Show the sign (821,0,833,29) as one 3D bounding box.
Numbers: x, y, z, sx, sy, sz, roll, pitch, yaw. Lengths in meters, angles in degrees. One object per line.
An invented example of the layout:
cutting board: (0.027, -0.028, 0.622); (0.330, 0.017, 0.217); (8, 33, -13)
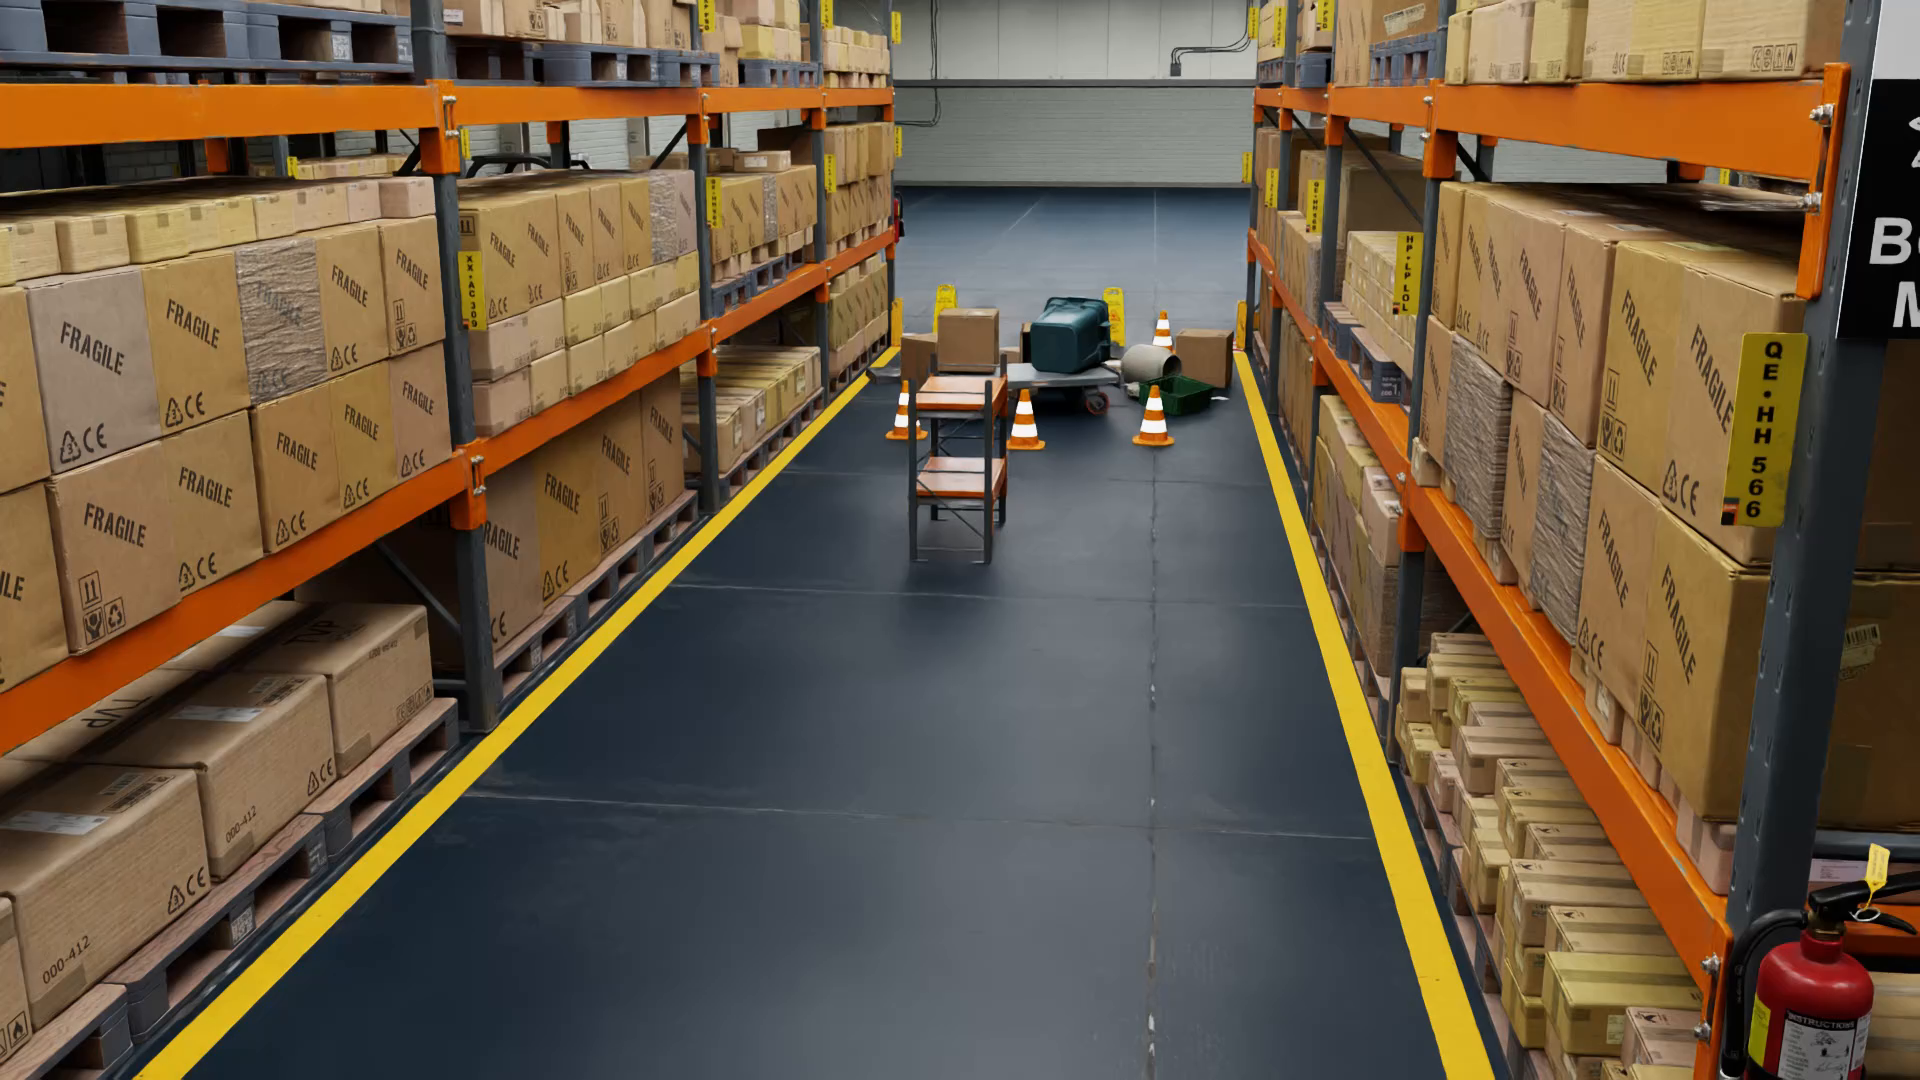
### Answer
sign: (-1.142, -4.552, 14.257); (0.100, 0.325, 0.005); (2, 15, 6)

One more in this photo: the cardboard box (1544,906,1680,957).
cardboard box: (1.771, 1.094, 4.386); (0.380, 0.149, 0.250); (1, 15, 4)

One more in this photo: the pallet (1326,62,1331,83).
pallet: (2.928, -3.338, 11.875); (1.003, 0.211, 1.213); (2, 15, 9)

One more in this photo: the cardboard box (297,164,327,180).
cardboard box: (-6.336, -3.541, 16.005); (0.380, 0.149, 0.250); (1, 15, 5)

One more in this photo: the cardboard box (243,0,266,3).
cardboard box: (-2.716, -2.003, 5.382); (0.797, 0.503, 0.637); (3, 15, 11)

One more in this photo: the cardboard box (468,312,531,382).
cardboard box: (-2.266, -0.879, 7.497); (0.500, 0.250, 0.500); (1, 15, 5)

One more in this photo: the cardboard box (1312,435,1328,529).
cardboard box: (2.452, -0.343, 10.167); (0.500, 0.500, 0.500); (1, 15, 4)

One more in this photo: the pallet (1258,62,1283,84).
pallet: (3.614, -4.810, 17.127); (1.003, 0.211, 1.213); (2, 15, 6)

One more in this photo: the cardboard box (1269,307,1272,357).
cardboard box: (3.475, -2.132, 16.066); (0.875, 0.875, 0.875); (2, 15, 7)

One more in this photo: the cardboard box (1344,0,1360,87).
cardboard box: (2.407, -2.749, 9.142); (0.500, 0.500, 0.500); (2, 15, 6)

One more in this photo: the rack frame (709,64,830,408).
rack frame: (-1.693, -2.679, 14.825); (1.000, 3.000, 0.127); (2, 15, 6)

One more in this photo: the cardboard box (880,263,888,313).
cardboard box: (-1.073, -2.739, 18.071); (0.500, 0.500, 0.500); (2, 15, 7)

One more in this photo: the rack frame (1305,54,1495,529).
rack frame: (2.785, -1.522, 10.546); (1.000, 3.000, 0.127); (2, 15, 6)

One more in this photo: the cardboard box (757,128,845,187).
cardboard box: (-1.428, -3.462, 15.041); (0.700, 0.500, 0.500); (2, 15, 6)

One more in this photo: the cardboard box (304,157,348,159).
cardboard box: (-6.679, -3.953, 17.529); (0.380, 0.149, 0.250); (1, 15, 5)

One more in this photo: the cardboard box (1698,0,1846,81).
cardboard box: (1.671, -0.949, 2.966); (0.500, 0.250, 0.500); (1, 15, 5)

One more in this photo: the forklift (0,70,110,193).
forklift: (-5.456, -1.115, 9.170); (3.031, 2.935, 1.130); (-3, 15, -11)

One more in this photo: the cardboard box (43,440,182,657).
cardboard box: (-2.603, 0.005, 4.705); (0.500, 0.500, 0.500); (2, 15, 6)

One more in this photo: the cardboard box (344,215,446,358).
cardboard box: (-2.375, -1.005, 6.525); (0.500, 0.500, 0.500); (2, 15, 6)

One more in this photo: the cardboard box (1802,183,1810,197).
cardboard box: (8.411, -3.084, 15.560); (0.875, 0.500, 0.500); (2, 15, 6)

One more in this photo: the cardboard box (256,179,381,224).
cardboard box: (-2.452, -1.294, 6.352); (0.380, 0.149, 0.250); (2, 15, 8)

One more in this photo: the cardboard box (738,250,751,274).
cardboard box: (-1.730, -2.015, 12.044); (0.380, 0.149, 0.250); (2, 15, 7)

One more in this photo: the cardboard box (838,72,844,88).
cardboard box: (-1.302, -4.346, 15.724); (0.380, 0.149, 0.250); (1, 15, 5)

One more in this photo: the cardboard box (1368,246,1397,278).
cardboard box: (2.421, -1.505, 9.018); (0.380, 0.149, 0.250); (2, 15, 9)

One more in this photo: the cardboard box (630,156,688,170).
cardboard box: (-2.241, -2.782, 12.397); (0.380, 0.149, 0.250); (1, 15, 4)

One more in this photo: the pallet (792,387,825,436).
pallet: (-1.780, -1.131, 14.442); (1.003, 0.211, 1.213); (2, 15, 6)

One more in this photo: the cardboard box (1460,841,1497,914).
cardboard box: (1.867, 1.111, 5.463); (0.380, 0.149, 0.250); (1, 15, 5)

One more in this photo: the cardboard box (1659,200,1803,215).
cardboard box: (2.424, -0.763, 5.061); (0.500, 0.500, 0.500); (2, 15, 8)

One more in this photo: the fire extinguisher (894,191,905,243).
fire extinguisher: (-0.771, -3.696, 18.731); (0.296, 0.674, 0.183); (2, 15, 6)

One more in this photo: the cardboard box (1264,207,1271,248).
cardboard box: (3.444, -3.149, 16.273); (0.875, 0.550, 0.500); (2, 15, 6)

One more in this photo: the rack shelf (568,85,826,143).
rack shelf: (-1.919, -3.262, 12.609); (1.077, 0.370, 4.000); (2, 15, 6)

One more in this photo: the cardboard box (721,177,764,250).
cardboard box: (-1.759, -2.420, 12.299); (0.500, 0.500, 0.500); (2, 15, 7)

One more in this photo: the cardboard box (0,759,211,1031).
cardboard box: (-2.978, 1.055, 5.117); (0.875, 0.438, 0.875); (2, 15, 8)

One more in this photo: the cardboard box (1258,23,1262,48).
cardboard box: (3.378, -5.250, 17.306); (0.500, 0.250, 0.500); (2, 15, 6)

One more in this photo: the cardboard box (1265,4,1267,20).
cardboard box: (3.218, -5.219, 16.428); (0.380, 0.149, 0.250); (1, 15, 5)

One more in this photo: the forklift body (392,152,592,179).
forklift body: (-4.576, -2.907, 17.292); (2.313, 2.155, 1.214); (2, 15, 6)

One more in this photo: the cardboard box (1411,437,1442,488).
cardboard box: (1.977, -0.300, 6.506); (0.380, 0.149, 0.250); (2, 15, 8)

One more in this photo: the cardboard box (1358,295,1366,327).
cardboard box: (2.445, -1.284, 9.342); (0.380, 0.149, 0.250); (2, 15, 9)

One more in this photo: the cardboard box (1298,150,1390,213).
cardboard box: (3.186, -2.962, 13.762); (0.700, 0.500, 0.500); (1, 15, 5)

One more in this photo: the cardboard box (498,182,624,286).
cardboard box: (-2.120, -1.638, 8.867); (0.500, 0.500, 0.500); (1, 15, 5)

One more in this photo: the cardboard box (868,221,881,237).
cardboard box: (-1.039, -3.290, 17.563); (0.380, 0.149, 0.250); (2, 15, 7)

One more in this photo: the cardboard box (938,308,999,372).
cardboard box: (0.079, -1.794, 14.887); (0.500, 0.500, 0.500); (2, 15, 6)

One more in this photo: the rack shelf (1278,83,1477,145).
rack shelf: (3.011, -3.142, 12.167); (1.077, 0.370, 4.000); (2, 15, 6)

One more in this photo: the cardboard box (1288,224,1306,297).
cardboard box: (2.737, -2.087, 12.444); (0.500, 0.500, 0.500); (2, 15, 7)

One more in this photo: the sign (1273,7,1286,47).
sign: (2.685, -4.312, 13.972); (0.100, 0.325, 0.005); (2, 15, 6)

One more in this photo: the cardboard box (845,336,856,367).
cardboard box: (-1.310, -1.839, 16.179); (0.500, 0.250, 0.500); (3, 15, 9)

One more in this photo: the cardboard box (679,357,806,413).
cardboard box: (-1.828, -1.291, 13.920); (0.950, 0.372, 0.625); (3, 15, 10)

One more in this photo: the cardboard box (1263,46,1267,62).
cardboard box: (3.217, -4.834, 16.530); (0.380, 0.149, 0.250); (2, 15, 6)

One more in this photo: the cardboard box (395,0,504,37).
cardboard box: (-2.192, -2.310, 7.165); (0.396, 0.266, 0.258); (2, 15, 6)

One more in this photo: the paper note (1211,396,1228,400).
paper note: (2.412, -1.328, 15.514); (0.147, 0.020, 0.142); (-10, 18, -32)

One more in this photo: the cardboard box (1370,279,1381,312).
cardboard box: (2.387, -1.294, 8.808); (0.380, 0.149, 0.250); (2, 15, 6)

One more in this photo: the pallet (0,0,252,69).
pallet: (-2.839, -1.482, 4.821); (1.003, 0.211, 1.213); (2, 15, 6)

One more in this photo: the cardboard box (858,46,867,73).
cardboard box: (-1.199, -4.699, 16.265); (0.500, 0.250, 0.500); (2, 15, 7)

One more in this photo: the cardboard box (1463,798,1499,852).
cardboard box: (1.865, 0.966, 5.430); (0.380, 0.149, 0.250); (2, 15, 6)

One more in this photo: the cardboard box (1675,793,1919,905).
cardboard box: (1.638, 0.581, 3.249); (0.380, 0.149, 0.250); (2, 15, 6)

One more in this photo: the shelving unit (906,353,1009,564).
shelving unit: (-0.001, -0.541, 10.509); (0.538, 1.125, 1.048); (2, 15, 6)

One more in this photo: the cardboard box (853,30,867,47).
cardboard box: (-1.127, -4.933, 16.368); (0.380, 0.149, 0.250); (2, 15, 8)

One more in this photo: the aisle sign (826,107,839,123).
aisle sign: (-1.543, -4.997, 18.415); (0.394, 0.787, 0.004); (2, 15, 6)
